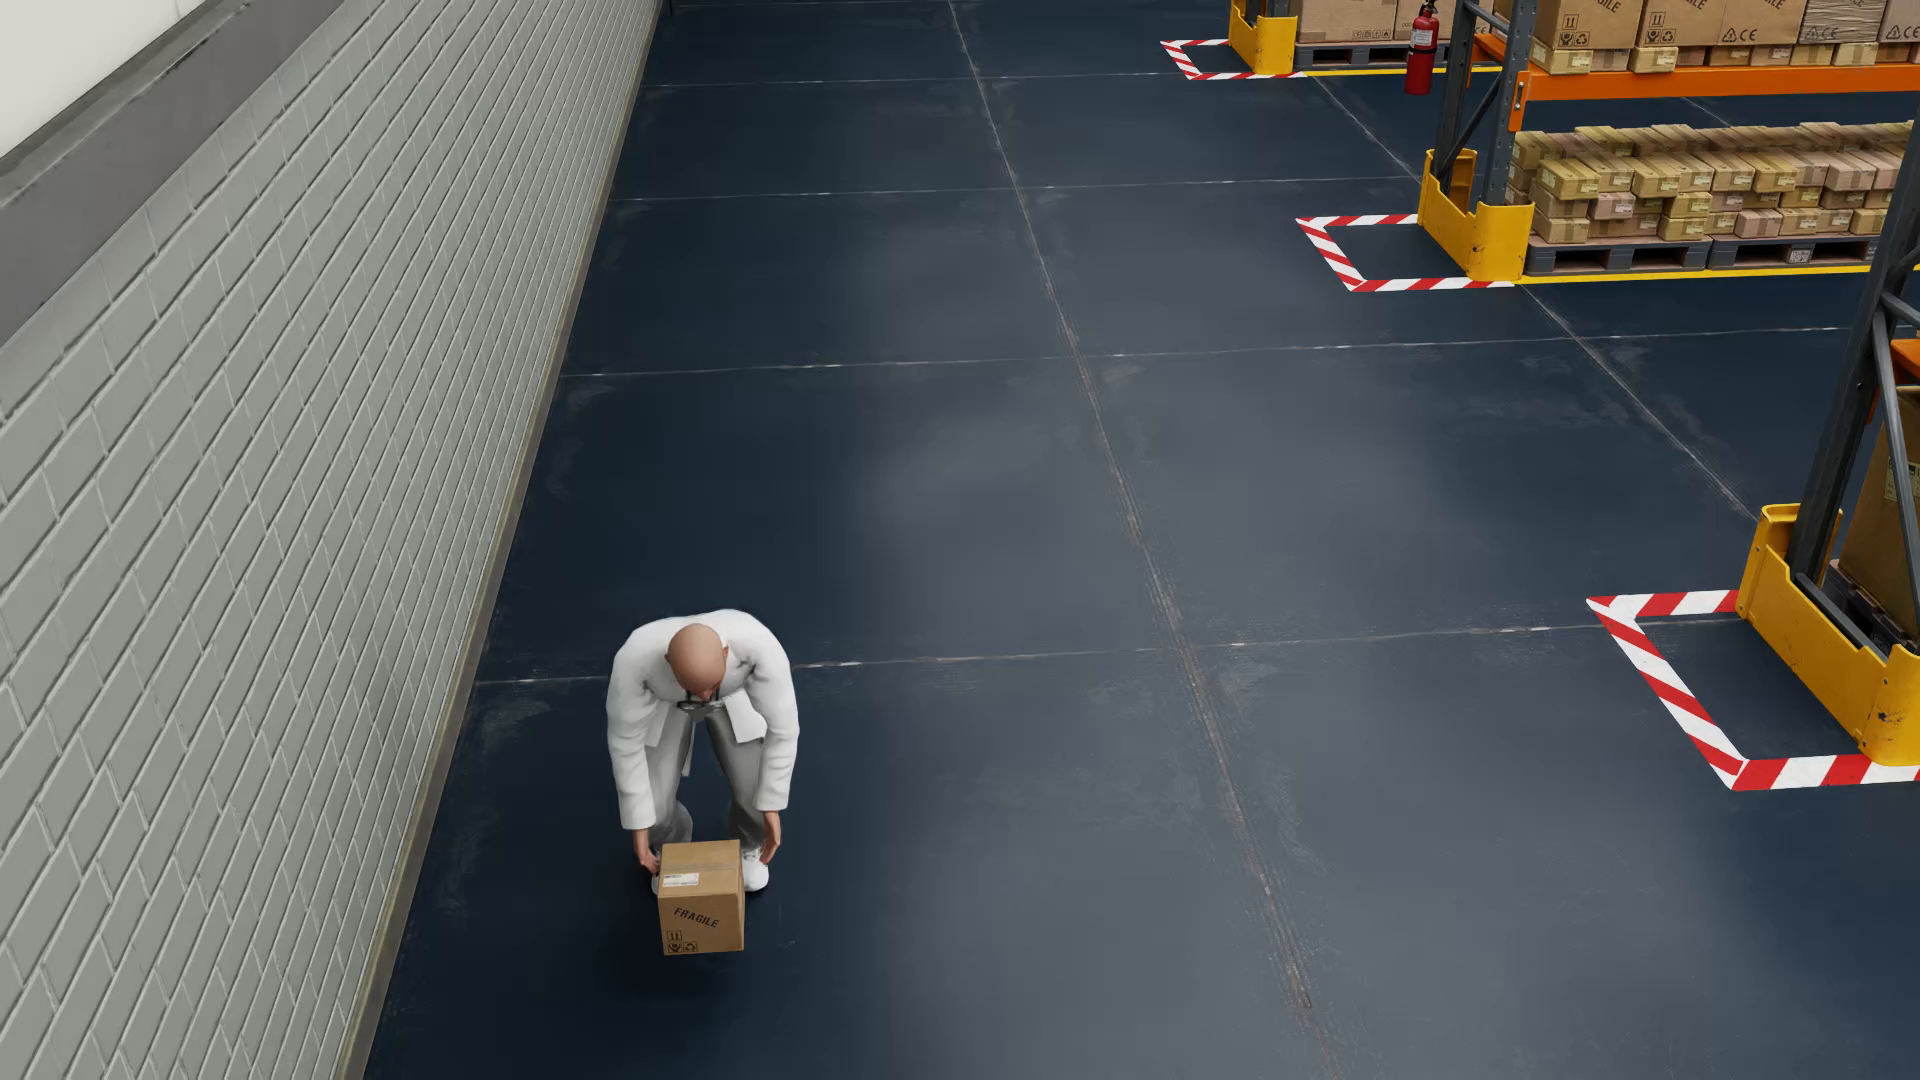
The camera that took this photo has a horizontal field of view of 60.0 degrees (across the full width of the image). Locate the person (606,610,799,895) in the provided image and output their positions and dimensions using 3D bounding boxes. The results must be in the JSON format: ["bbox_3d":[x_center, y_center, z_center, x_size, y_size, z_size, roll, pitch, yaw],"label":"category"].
[{"bbox_3d":[-0.850,0.660,5.569,0.632,1.235,0.797,-3,31,-5],"label":"person"}]
